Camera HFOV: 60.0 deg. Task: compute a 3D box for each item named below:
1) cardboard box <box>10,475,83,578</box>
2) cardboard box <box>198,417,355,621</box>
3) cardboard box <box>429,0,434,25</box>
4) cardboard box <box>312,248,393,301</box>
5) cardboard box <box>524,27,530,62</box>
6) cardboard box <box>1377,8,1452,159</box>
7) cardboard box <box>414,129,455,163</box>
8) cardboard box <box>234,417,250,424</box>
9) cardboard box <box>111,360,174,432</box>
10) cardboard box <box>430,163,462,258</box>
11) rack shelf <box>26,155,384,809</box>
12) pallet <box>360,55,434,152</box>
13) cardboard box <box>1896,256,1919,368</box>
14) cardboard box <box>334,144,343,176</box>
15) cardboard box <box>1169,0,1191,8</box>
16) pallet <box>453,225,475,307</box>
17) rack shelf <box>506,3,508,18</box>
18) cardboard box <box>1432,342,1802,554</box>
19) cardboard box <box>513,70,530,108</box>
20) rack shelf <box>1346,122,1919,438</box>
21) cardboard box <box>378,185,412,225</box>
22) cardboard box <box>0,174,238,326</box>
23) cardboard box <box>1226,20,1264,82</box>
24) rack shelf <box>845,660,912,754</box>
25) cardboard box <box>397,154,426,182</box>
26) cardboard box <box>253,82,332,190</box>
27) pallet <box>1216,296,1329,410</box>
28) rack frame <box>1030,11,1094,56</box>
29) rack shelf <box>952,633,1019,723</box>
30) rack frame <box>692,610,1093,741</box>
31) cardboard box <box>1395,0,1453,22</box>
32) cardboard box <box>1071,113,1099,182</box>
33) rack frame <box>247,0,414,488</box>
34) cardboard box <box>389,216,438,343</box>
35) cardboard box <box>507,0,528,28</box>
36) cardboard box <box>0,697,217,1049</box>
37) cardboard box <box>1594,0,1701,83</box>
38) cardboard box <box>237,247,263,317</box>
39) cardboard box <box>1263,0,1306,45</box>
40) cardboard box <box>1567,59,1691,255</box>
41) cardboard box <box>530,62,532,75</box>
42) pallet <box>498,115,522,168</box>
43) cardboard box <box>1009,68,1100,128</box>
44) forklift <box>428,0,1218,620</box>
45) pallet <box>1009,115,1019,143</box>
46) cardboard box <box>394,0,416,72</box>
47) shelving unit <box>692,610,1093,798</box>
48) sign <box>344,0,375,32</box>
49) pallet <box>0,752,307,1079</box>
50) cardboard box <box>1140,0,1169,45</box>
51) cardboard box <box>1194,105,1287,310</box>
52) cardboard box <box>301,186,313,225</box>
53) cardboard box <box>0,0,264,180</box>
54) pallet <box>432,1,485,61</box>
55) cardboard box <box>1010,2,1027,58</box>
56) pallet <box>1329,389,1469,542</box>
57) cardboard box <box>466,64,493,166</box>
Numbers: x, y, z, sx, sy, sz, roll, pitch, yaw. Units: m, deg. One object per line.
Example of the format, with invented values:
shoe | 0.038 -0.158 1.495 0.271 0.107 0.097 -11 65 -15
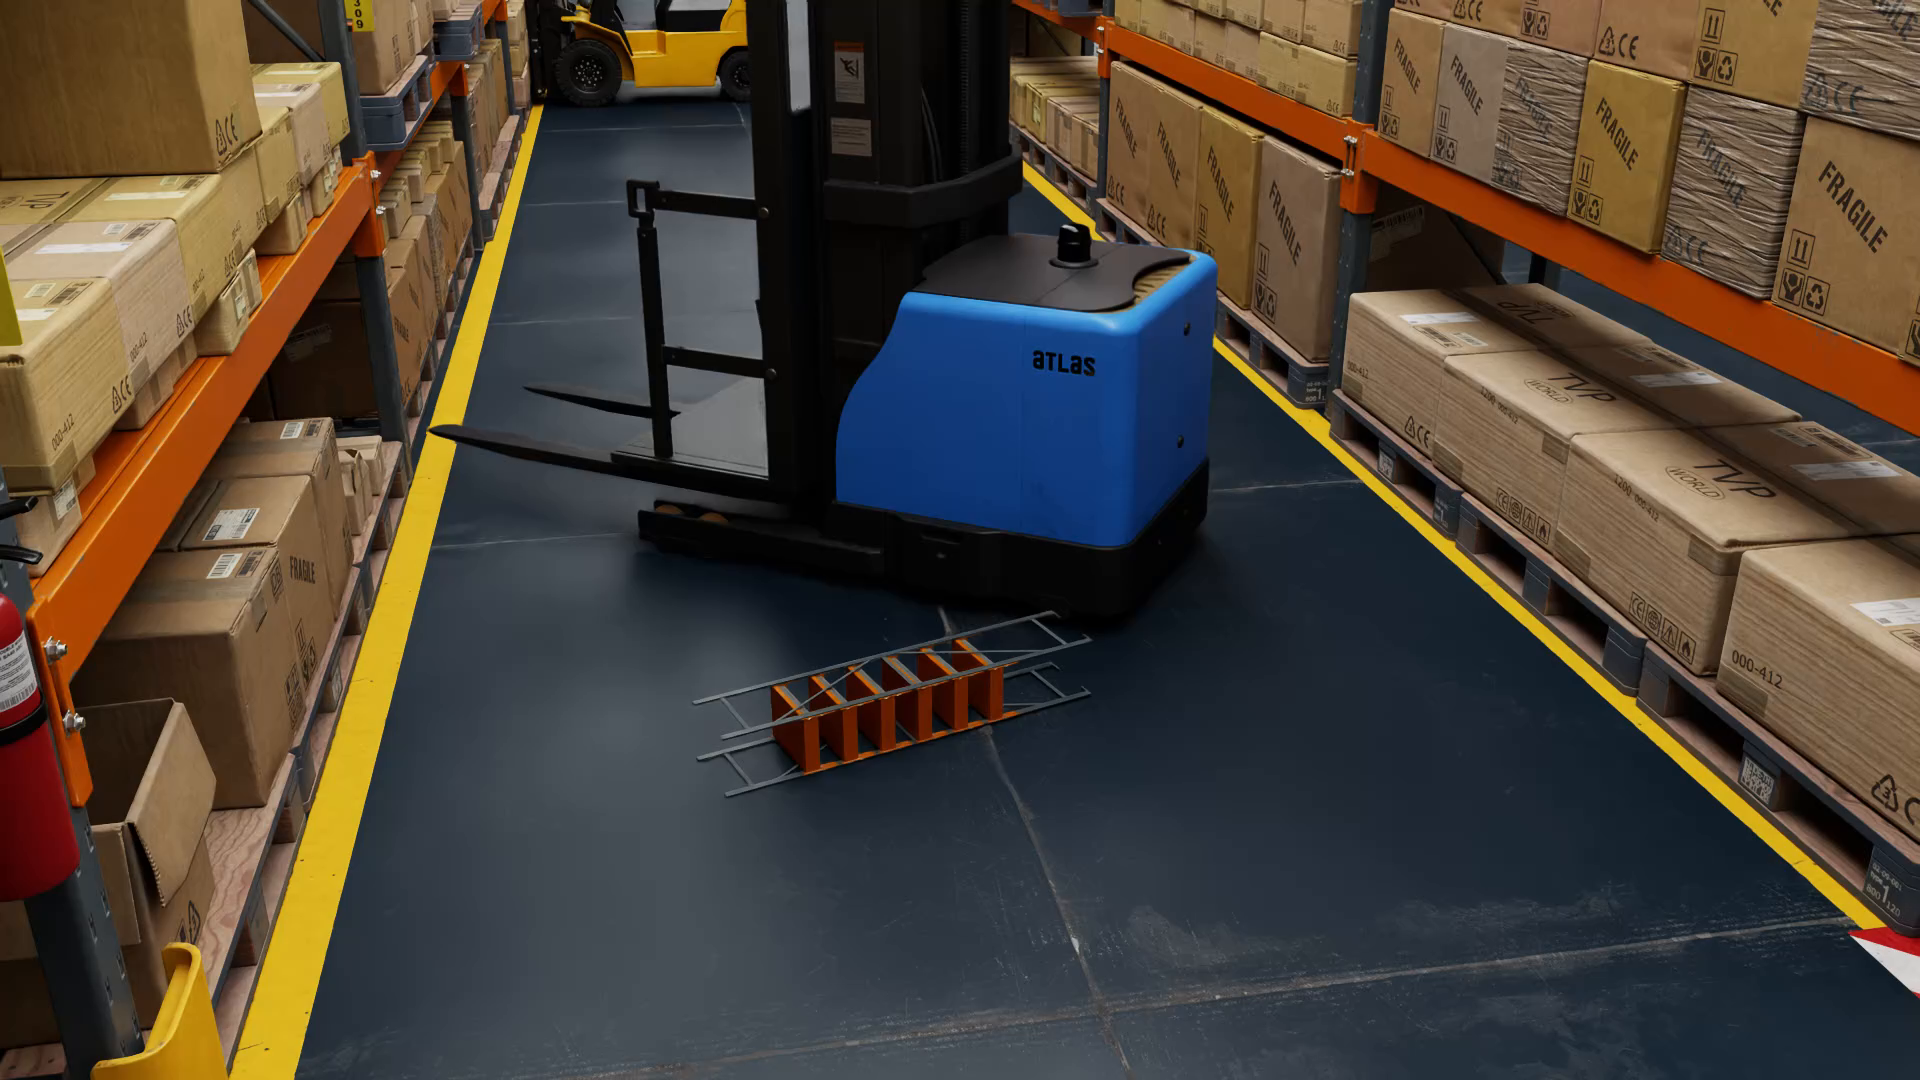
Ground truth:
cardboard box | -1.781 -0.036 2.899 0.380 0.149 0.250 -4 24 -10
cardboard box | -2.321 -0.044 5.200 0.700 0.500 0.500 -5 24 -12
cardboard box | -2.985 -2.760 8.167 0.797 0.503 0.637 -5 24 -11
cardboard box | -2.534 -1.080 6.763 0.380 0.149 0.250 -3 24 -7
cardboard box | -4.171 -4.493 15.075 0.500 0.250 0.500 -5 24 -10
cardboard box | 1.978 -1.786 6.466 0.500 0.500 0.500 -4 24 -8
cardboard box | -3.048 -2.212 9.355 0.380 0.149 0.250 -6 24 -12
cardboard box | -2.839 -0.258 5.927 0.500 0.311 0.500 -3 24 -8
cardboard box | -1.942 -0.337 3.589 0.380 0.149 0.250 -4 24 -8
cardboard box | -3.097 -1.847 9.330 0.500 0.500 0.500 -5 24 -11
rack shelf | -2.359 -0.459 4.451 1.077 0.370 4.000 -4 24 -10
pallet | -2.770 -1.809 6.885 1.003 0.211 1.213 -4 24 -10
cardboard box | 2.539 -0.586 3.720 0.500 0.500 0.500 -4 24 -9
cardboard box | -2.422 -1.353 5.914 0.380 0.149 0.250 -4 24 -9
cardboard box | 1.434 -3.060 9.070 0.500 0.250 0.500 -4 24 -10
pallet | -3.368 -1.574 9.590 1.003 0.211 1.213 -4 24 -10
rack shelf | -4.578 -5.179 15.258 1.077 0.370 4.000 -4 24 -10
cardboard box | 2.325 -0.355 5.992 0.875 0.438 0.875 -5 24 -11
cardboard box | -3.972 -3.869 14.271 0.500 0.250 0.500 -4 24 -9
rack shelf | 2.518 -0.827 5.296 1.077 0.370 4.000 -4 24 -10
cardboard box | -2.837 -1.589 7.928 0.380 0.149 0.250 -3 24 -8
cardboard box | -1.999 -0.665 3.841 0.500 0.250 0.500 -5 24 -11
cardboard box | 1.650 -2.433 8.261 0.500 0.250 0.500 -5 24 -11
rack shelf | -0.245 0.483 4.899 0.103 0.180 0.258 -13 27 -26
cardboard box | -2.991 -1.900 8.640 0.380 0.149 0.250 -5 24 -11
cardboard box | -2.288 -1.264 5.213 0.500 0.250 0.500 -4 24 -10
pallet | 1.932 -0.964 8.193 1.003 0.211 1.213 -4 24 -10
rack frame | 0.669 -5.090 14.158 1.000 3.000 0.127 -4 24 -10
rack shelf | 0.071 0.412 5.057 0.103 0.180 0.258 -13 27 -26
rack frame | -0.179 0.385 4.896 1.200 0.006 0.240 -13 27 -26
cardboard box | 1.998 -2.243 6.263 0.500 0.500 0.500 -4 24 -9
cardboard box | 1.314 -2.728 11.508 0.950 0.372 0.625 -6 24 -13
rack frame | -2.729 -1.575 6.108 1.000 3.000 0.127 -4 24 -10
cardboard box | -2.794 -1.234 7.926 0.500 0.500 0.500 -5 24 -11
cardboard box | -4.177 -4.722 14.977 0.500 0.250 0.500 -3 24 -8
cardboard box | -2.009 0.702 3.488 0.797 0.503 0.637 -5 24 -12
cardboard box | 2.260 -1.643 4.889 0.500 0.500 0.500 -4 24 -10
cardboard box | -2.039 -0.649 4.301 0.380 0.149 0.250 -4 24 -9
cardboard box | 1.728 -2.456 7.687 0.500 0.250 0.500 -4 24 -8
cardboard box | 2.248 -1.189 5.099 0.500 0.500 0.500 -4 24 -8
cardboard box | -4.266 -4.470 15.647 0.500 0.250 0.500 -4 24 -8
pallet | -4.034 -3.157 13.214 1.003 0.211 1.213 -4 24 -10
cardboard box | 0.905 -3.590 13.481 0.950 0.372 0.625 -3 24 -6
forklift | -0.632 -1.455 5.918 3.031 2.935 1.130 10 26 22
pallet | 0.814 -3.506 14.015 1.003 0.211 1.213 -4 24 -10
cardboard box | -2.694 -2.224 6.944 0.700 0.500 0.500 -4 24 -9
shelving unit | -0.178 0.469 4.932 1.200 0.189 0.258 -13 27 -26
sign | -2.197 -2.015 6.034 0.100 0.325 0.005 -4 24 -10
pallet | -2.152 0.933 3.850 1.003 0.211 1.213 -4 24 -10
cardboard box | 1.364 -3.037 9.642 0.500 0.250 0.500 -5 24 -11
cardboard box | 1.780 -1.755 8.651 0.875 0.875 0.875 -4 24 -8
cardboard box | -2.259 -1.047 5.213 0.380 0.149 0.250 -4 24 -8
cardboard box | -2.086 -1.201 4.131 0.500 0.500 0.500 -4 24 -8
pallet | -3.274 -2.799 9.151 1.213 0.211 1.003 -4 24 -10
cardboard box | 0.296 -4.579 14.961 0.500 0.500 0.500 -5 24 -10
pallet | 2.212 -0.361 6.813 1.003 0.211 1.213 -4 24 -10
cardboard box | -3.824 -3.020 11.859 0.875 0.625 0.625 -5 24 -12
